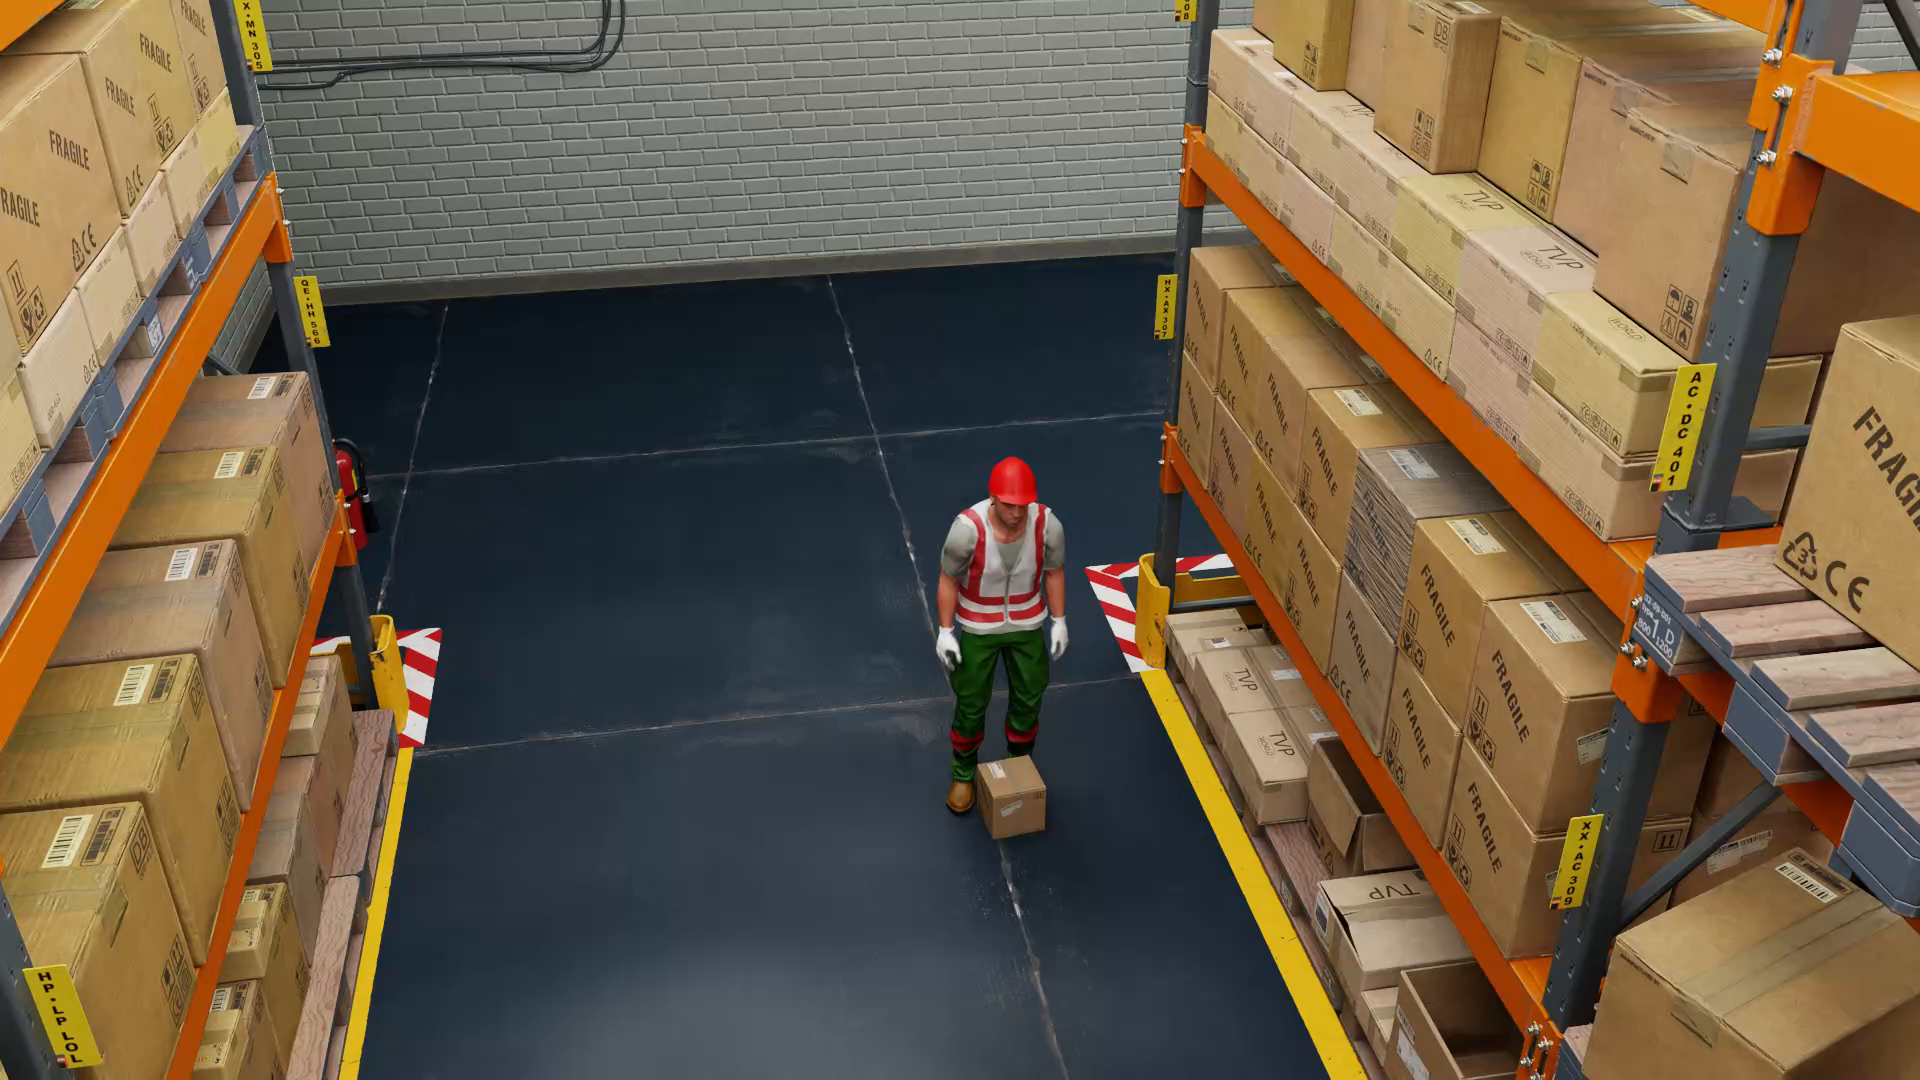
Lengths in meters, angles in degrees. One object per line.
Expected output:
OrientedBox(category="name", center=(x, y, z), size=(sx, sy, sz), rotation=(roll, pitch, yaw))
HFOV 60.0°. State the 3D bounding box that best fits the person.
OrientedBox(category="person", center=(0.190, 0.408, 7.428), size=(0.607, 1.779, 0.451), rotation=(-5, 31, -9))
